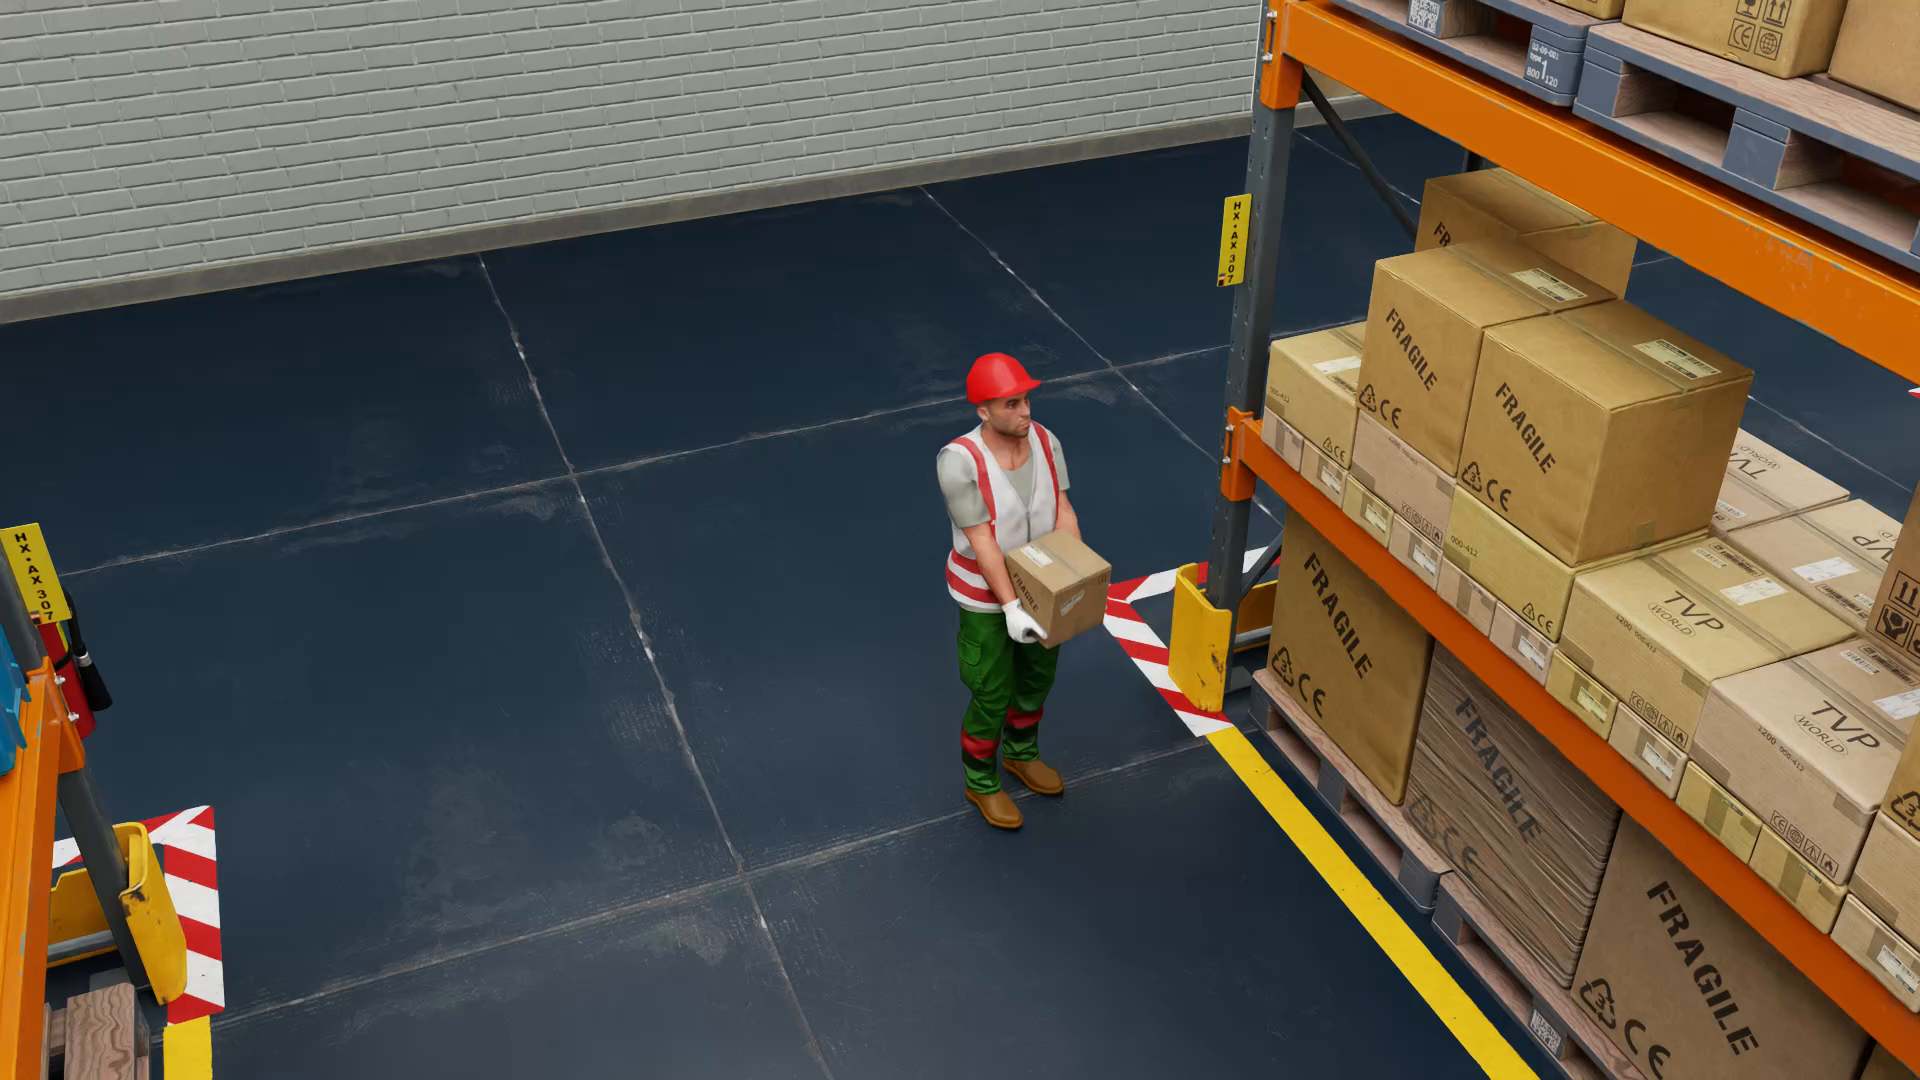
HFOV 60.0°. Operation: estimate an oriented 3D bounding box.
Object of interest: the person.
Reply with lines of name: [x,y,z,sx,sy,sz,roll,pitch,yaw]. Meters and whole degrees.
person: [0.225,0.221,5.786,0.494,1.782,0.573,-23,39,-31]
